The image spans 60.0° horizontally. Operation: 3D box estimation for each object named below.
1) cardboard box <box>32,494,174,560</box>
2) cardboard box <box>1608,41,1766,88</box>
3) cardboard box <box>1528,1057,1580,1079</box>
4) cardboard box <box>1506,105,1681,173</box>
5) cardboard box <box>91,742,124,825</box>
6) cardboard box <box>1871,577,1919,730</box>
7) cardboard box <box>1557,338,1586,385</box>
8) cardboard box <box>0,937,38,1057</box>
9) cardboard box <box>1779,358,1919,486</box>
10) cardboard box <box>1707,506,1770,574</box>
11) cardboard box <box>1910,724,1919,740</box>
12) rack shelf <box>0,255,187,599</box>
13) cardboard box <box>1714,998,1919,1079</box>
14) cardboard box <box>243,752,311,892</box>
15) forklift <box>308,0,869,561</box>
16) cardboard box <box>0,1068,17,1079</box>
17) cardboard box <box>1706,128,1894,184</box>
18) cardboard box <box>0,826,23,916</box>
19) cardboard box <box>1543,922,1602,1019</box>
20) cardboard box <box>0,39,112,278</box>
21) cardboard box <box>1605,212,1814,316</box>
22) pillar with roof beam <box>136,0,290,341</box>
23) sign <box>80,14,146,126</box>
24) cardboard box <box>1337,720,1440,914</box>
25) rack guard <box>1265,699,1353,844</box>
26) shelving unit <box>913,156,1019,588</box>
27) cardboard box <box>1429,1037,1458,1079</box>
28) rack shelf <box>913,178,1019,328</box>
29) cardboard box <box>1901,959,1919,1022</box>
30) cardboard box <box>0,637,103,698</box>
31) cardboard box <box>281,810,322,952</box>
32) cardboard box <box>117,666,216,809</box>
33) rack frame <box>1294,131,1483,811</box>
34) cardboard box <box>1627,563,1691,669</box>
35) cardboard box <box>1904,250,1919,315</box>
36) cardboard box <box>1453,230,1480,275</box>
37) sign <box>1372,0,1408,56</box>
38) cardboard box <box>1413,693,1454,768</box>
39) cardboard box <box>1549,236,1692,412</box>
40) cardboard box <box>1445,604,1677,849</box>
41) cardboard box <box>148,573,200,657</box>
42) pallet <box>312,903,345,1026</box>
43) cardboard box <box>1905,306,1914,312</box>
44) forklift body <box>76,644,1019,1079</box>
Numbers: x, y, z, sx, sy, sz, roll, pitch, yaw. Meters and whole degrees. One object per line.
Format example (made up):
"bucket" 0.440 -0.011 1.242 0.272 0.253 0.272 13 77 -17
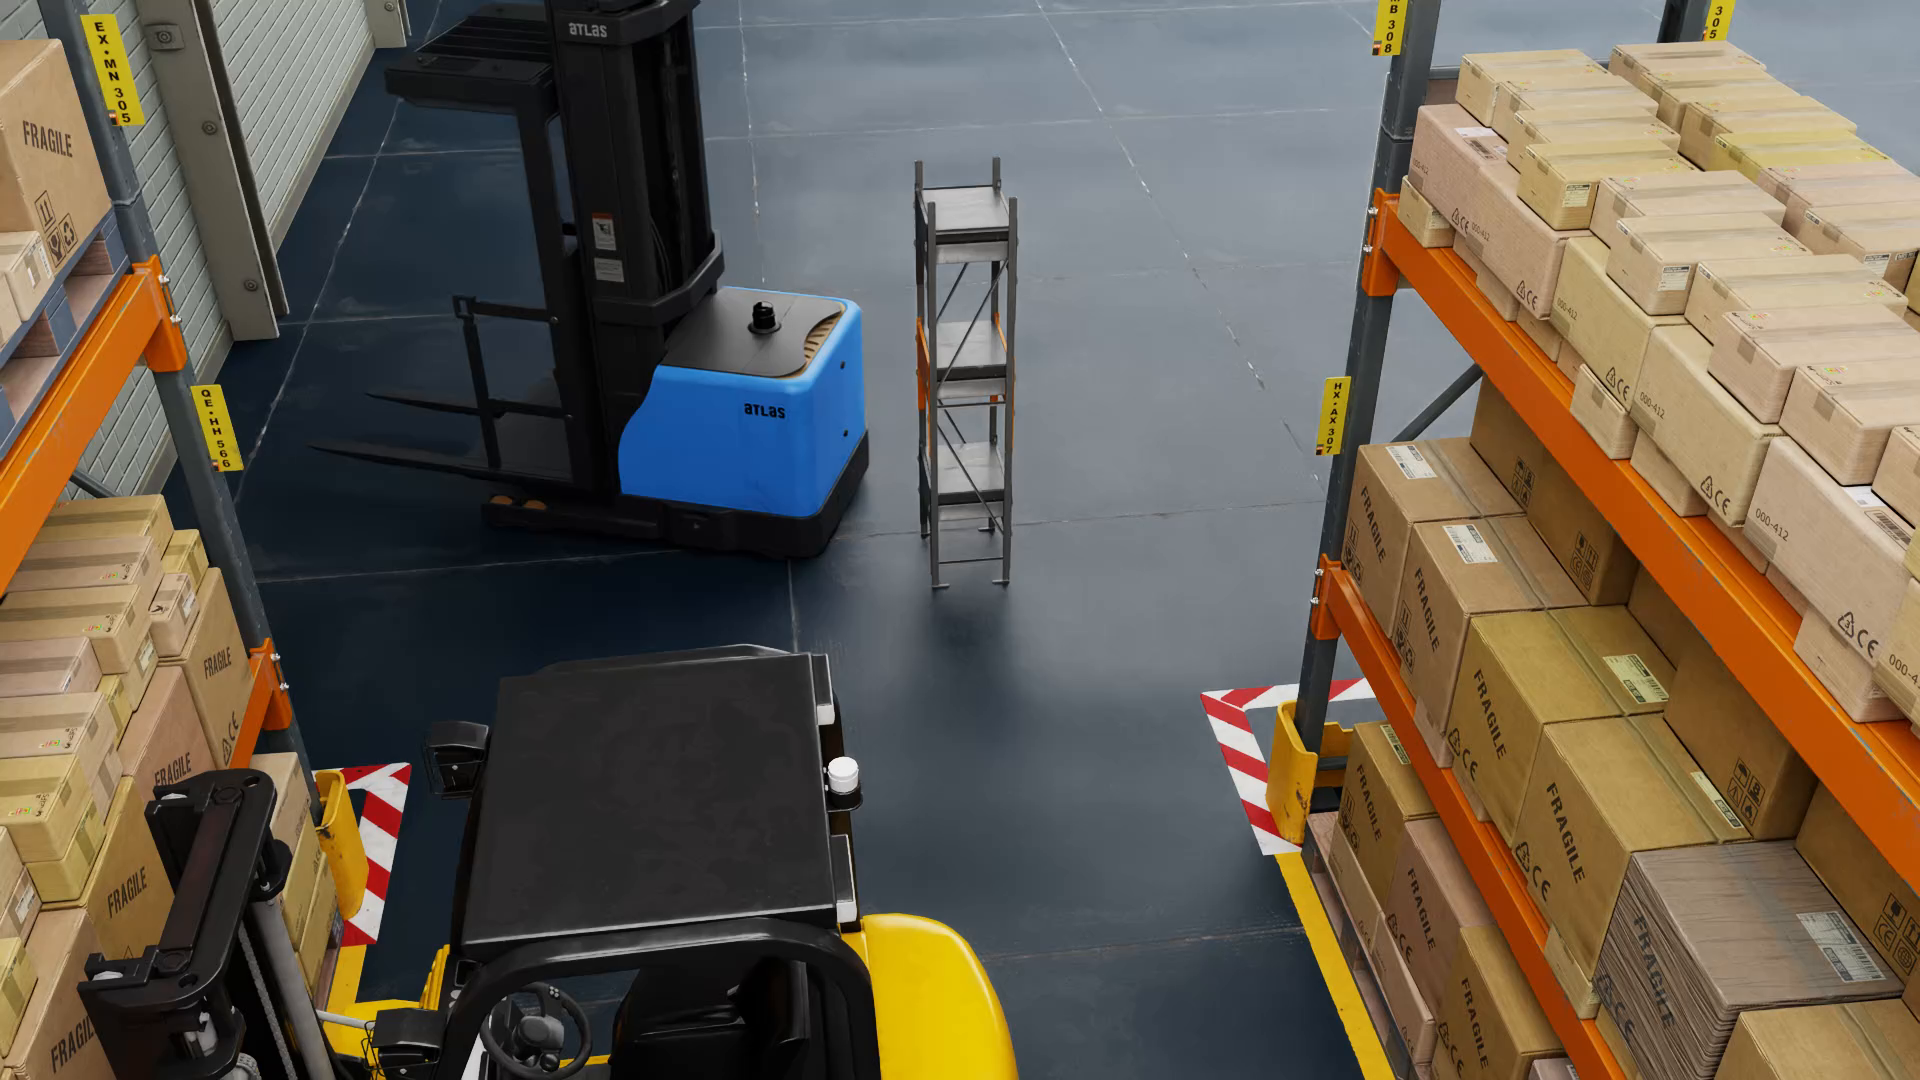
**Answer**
"cardboard box" -2.749 -0.007 5.297 0.380 0.149 0.250 -4 35 -6
"cardboard box" 2.250 -1.436 5.173 0.380 0.149 0.250 -4 34 -6
"cardboard box" 1.964 1.870 4.874 0.500 0.500 0.500 -3 34 -4
"cardboard box" 1.780 -1.105 4.688 0.380 0.149 0.250 -4 35 -6
"cardboard box" -2.539 0.678 4.555 0.380 0.149 0.250 -5 35 -8
"cardboard box" 2.055 0.287 3.000 0.500 0.250 0.500 -5 35 -7
"cardboard box" 1.858 -0.489 4.492 0.380 0.149 0.250 -5 35 -8
"cardboard box" -2.439 1.102 3.934 0.380 0.149 0.250 -5 35 -7
"cardboard box" 1.950 -0.249 3.432 0.380 0.149 0.250 -4 34 -6
"cardboard box" 1.992 -0.063 3.868 0.380 0.149 0.250 -5 35 -7
"cardboard box" 2.113 0.373 3.227 0.380 0.149 0.250 -5 35 -8
"rack shelf" -2.737 0.415 3.582 1.077 0.370 4.000 -4 35 -6
"cardboard box" 2.068 1.415 3.786 0.500 0.500 0.500 -3 34 -5
"cardboard box" -2.635 1.024 5.893 0.500 0.250 0.500 -3 34 -5
"forklift" -2.086 -1.537 8.531 3.031 2.935 1.130 8 35 11
"cardboard box" -2.425 1.593 3.789 0.500 0.500 0.500 -5 35 -7
"cardboard box" 2.282 -1.003 4.538 0.380 0.149 0.250 -4 34 -6
"cardboard box" -2.537 0.848 4.041 0.380 0.149 0.250 -4 34 -6
"cardboard box" 1.889 1.190 4.692 0.380 0.149 0.250 -4 34 -6
"cardboard box" -2.705 -1.026 4.507 0.500 0.500 0.500 -3 34 -5
"cardboard box" 1.822 -0.676 4.059 0.380 0.149 0.250 -3 34 -5
"pillar with roof beam" -0.347 -5.455 8.893 9.100 9.000 0.400 -4 35 -6
"sign" -2.467 -1.365 4.838 0.100 0.325 0.005 -4 35 -6
"cardboard box" 1.750 1.000 6.150 0.500 0.500 0.500 -5 35 -8
"rack guard" 1.922 0.938 7.058 1.175 0.500 0.348 -4 35 -6
"shelving unit" 0.022 -0.775 8.152 0.431 2.100 0.503 -4 35 -6
"cardboard box" 1.893 1.886 5.517 0.500 0.250 0.500 -2 34 -3
"rack shelf" 0.022 -1.342 7.765 0.431 0.518 0.480 -4 35 -6
"cardboard box" 2.558 0.969 3.552 0.700 0.500 0.500 -4 34 -6
"cardboard box" -2.663 0.416 4.675 0.380 0.149 0.250 -4 34 -6
"cardboard box" -2.631 1.245 6.013 0.500 0.250 0.500 -5 35 -7
"cardboard box" -2.619 0.745 5.034 0.500 0.500 0.500 -3 34 -5
"rack frame" 1.912 -0.137 6.416 1.000 3.000 0.127 -4 35 -6
"cardboard box" 2.428 0.114 4.807 0.700 0.500 0.500 -5 35 -7
"cardboard box" 2.489 -0.583 3.921 0.380 0.149 0.250 -4 34 -5
"cardboard box" 1.759 -0.923 5.129 0.380 0.149 0.250 -5 35 -8
"sign" 1.374 -1.697 5.265 0.100 0.325 0.005 -4 35 -6
"cardboard box" 1.744 0.611 5.541 0.380 0.149 0.250 -4 34 -6
"cardboard box" 1.868 -0.568 4.255 0.500 0.250 0.500 -3 34 -5
"cardboard box" 1.843 0.557 5.045 0.500 0.500 0.500 -5 35 -7
"cardboard box" -2.618 0.244 5.192 0.380 0.149 0.250 -4 34 -6
"pallet" -2.862 1.817 6.025 1.003 0.211 1.213 -4 35 -6
"cardboard box" 2.389 -0.602 4.304 0.500 0.250 0.500 -3 34 -5
"forklift body" -0.943 1.512 4.750 2.313 2.155 1.214 -4 35 -6
